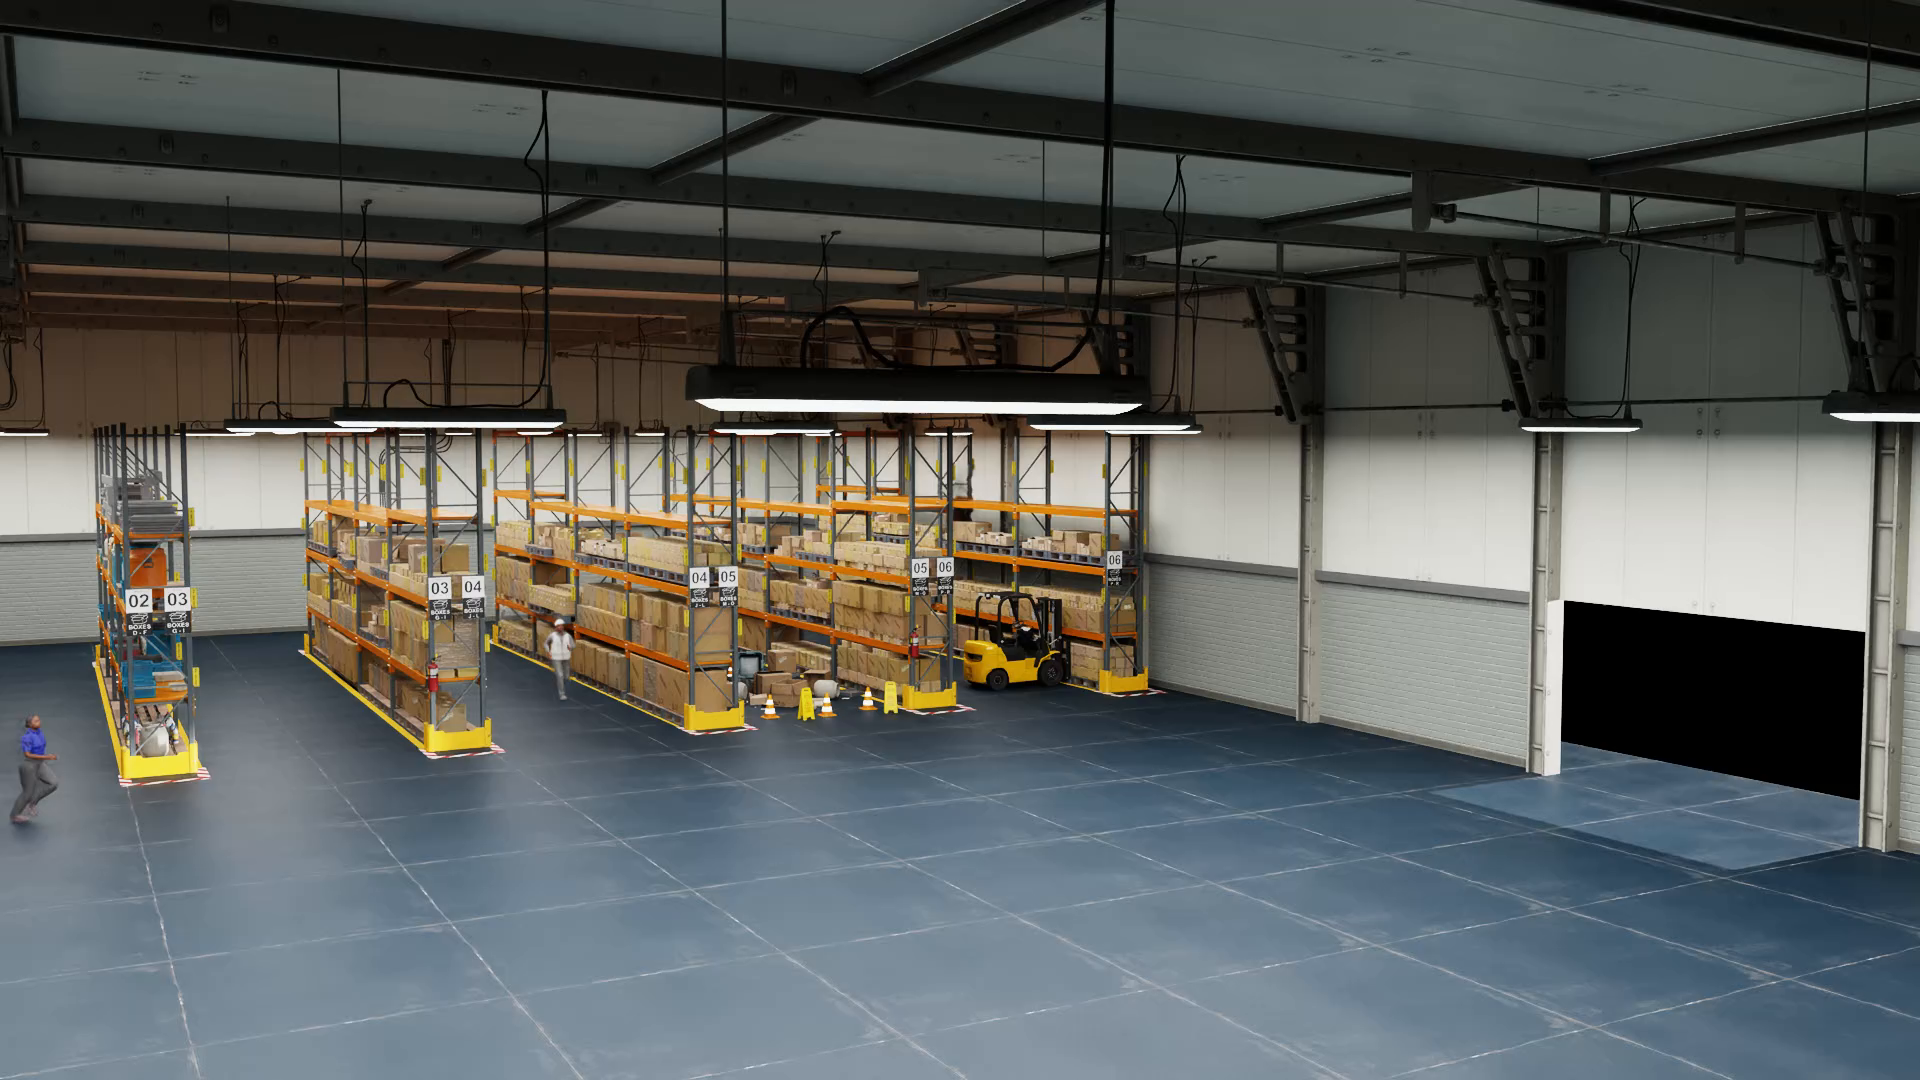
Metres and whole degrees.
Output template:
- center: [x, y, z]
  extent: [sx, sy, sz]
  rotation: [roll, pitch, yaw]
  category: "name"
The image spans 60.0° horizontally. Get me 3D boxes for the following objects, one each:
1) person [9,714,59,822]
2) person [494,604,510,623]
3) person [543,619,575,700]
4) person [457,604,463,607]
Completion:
- center: [-13.838, 3.398, 24.905]
  extent: [0.754, 1.608, 0.592]
  rotation: [0, 3, 3]
  category: "person"
- center: [-13.257, 1.969, 48.263]
  extent: [0.536, 1.683, 0.740]
  rotation: [0, 3, -1]
  category: "person"
- center: [-8.807, 2.620, 36.655]
  extent: [0.667, 1.750, 0.915]
  rotation: [-2, 4, -30]
  category: "person"
- center: [-13.985, 2.112, 45.794]
  extent: [0.691, 1.641, 0.861]
  rotation: [0, 3, 1]
  category: "person"
